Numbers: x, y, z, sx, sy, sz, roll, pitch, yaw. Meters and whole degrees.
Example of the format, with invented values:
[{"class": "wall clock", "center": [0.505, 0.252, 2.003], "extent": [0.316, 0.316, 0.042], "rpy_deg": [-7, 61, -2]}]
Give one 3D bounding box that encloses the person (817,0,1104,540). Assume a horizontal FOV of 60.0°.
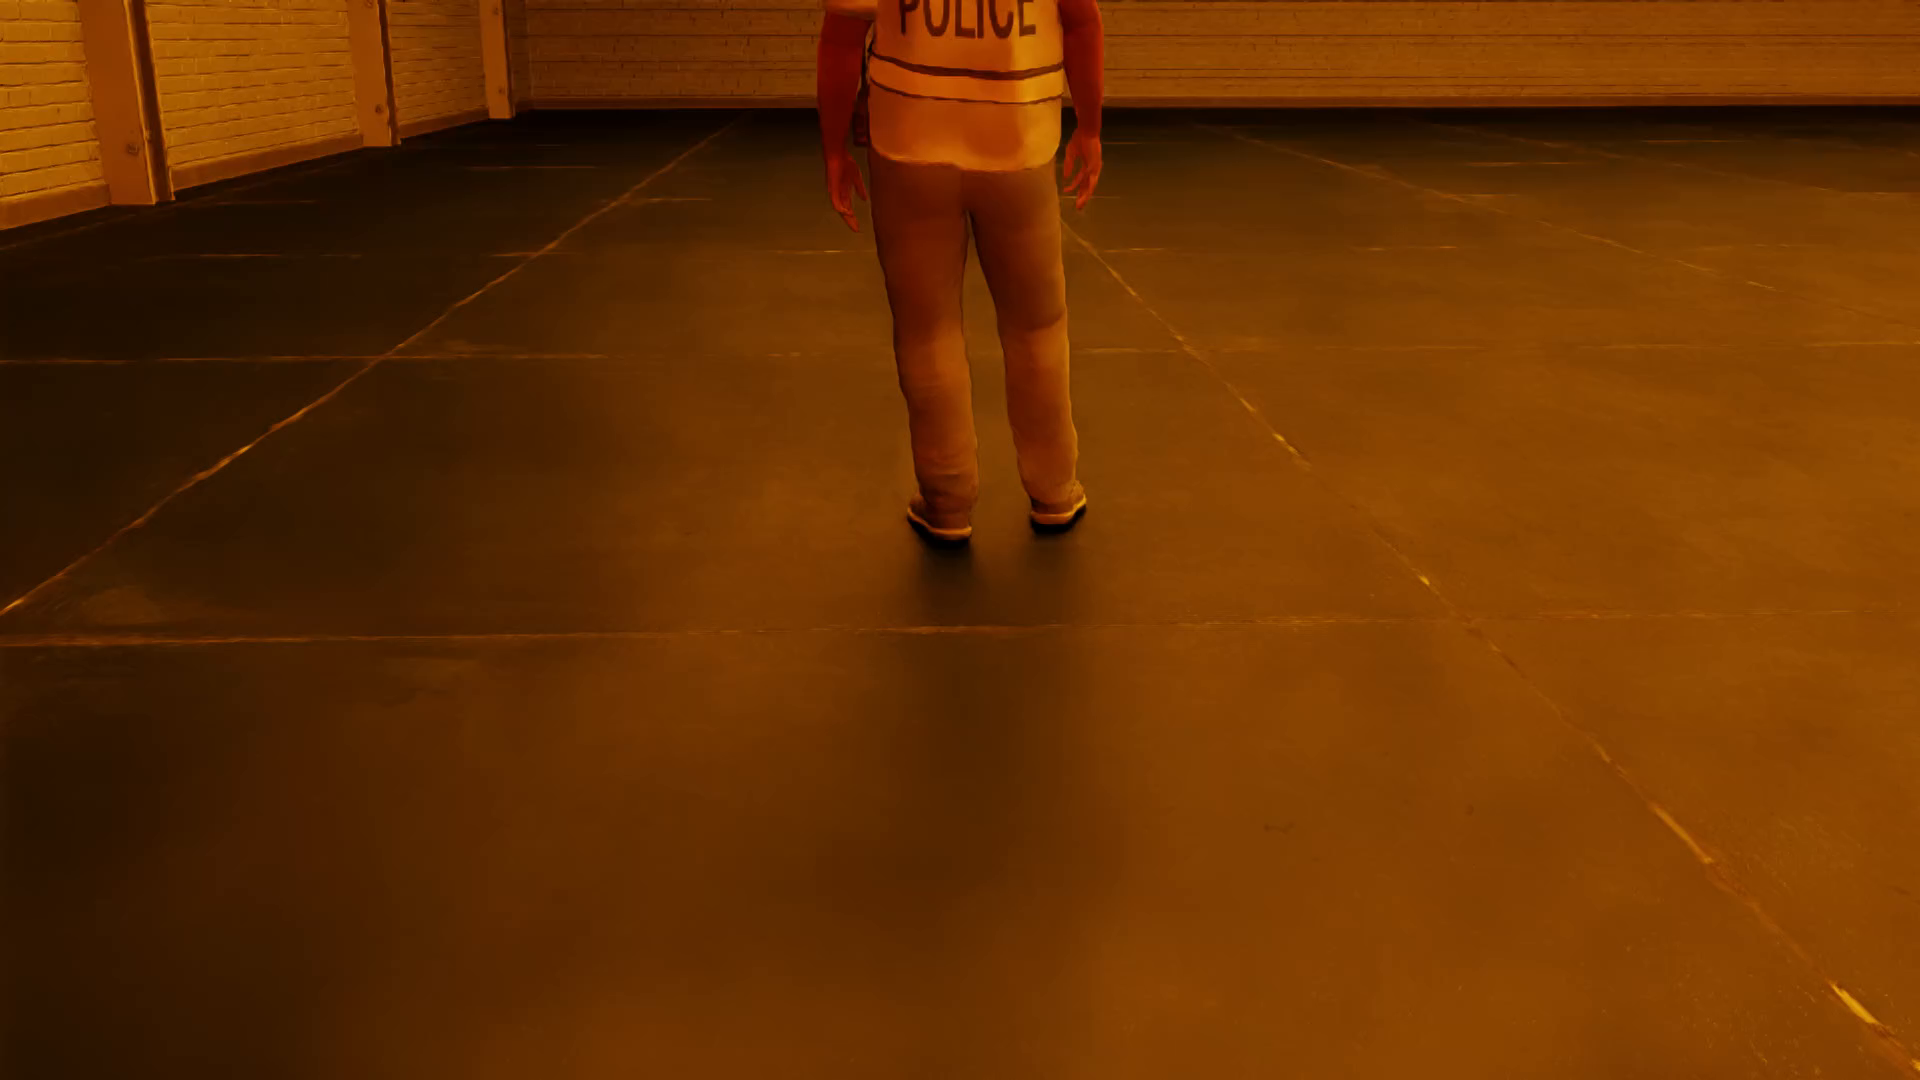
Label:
[{"class": "person", "center": [0.008, -0.882, 3.730], "extent": [0.640, 1.778, 0.574], "rpy_deg": [-1, 17, -3]}]
